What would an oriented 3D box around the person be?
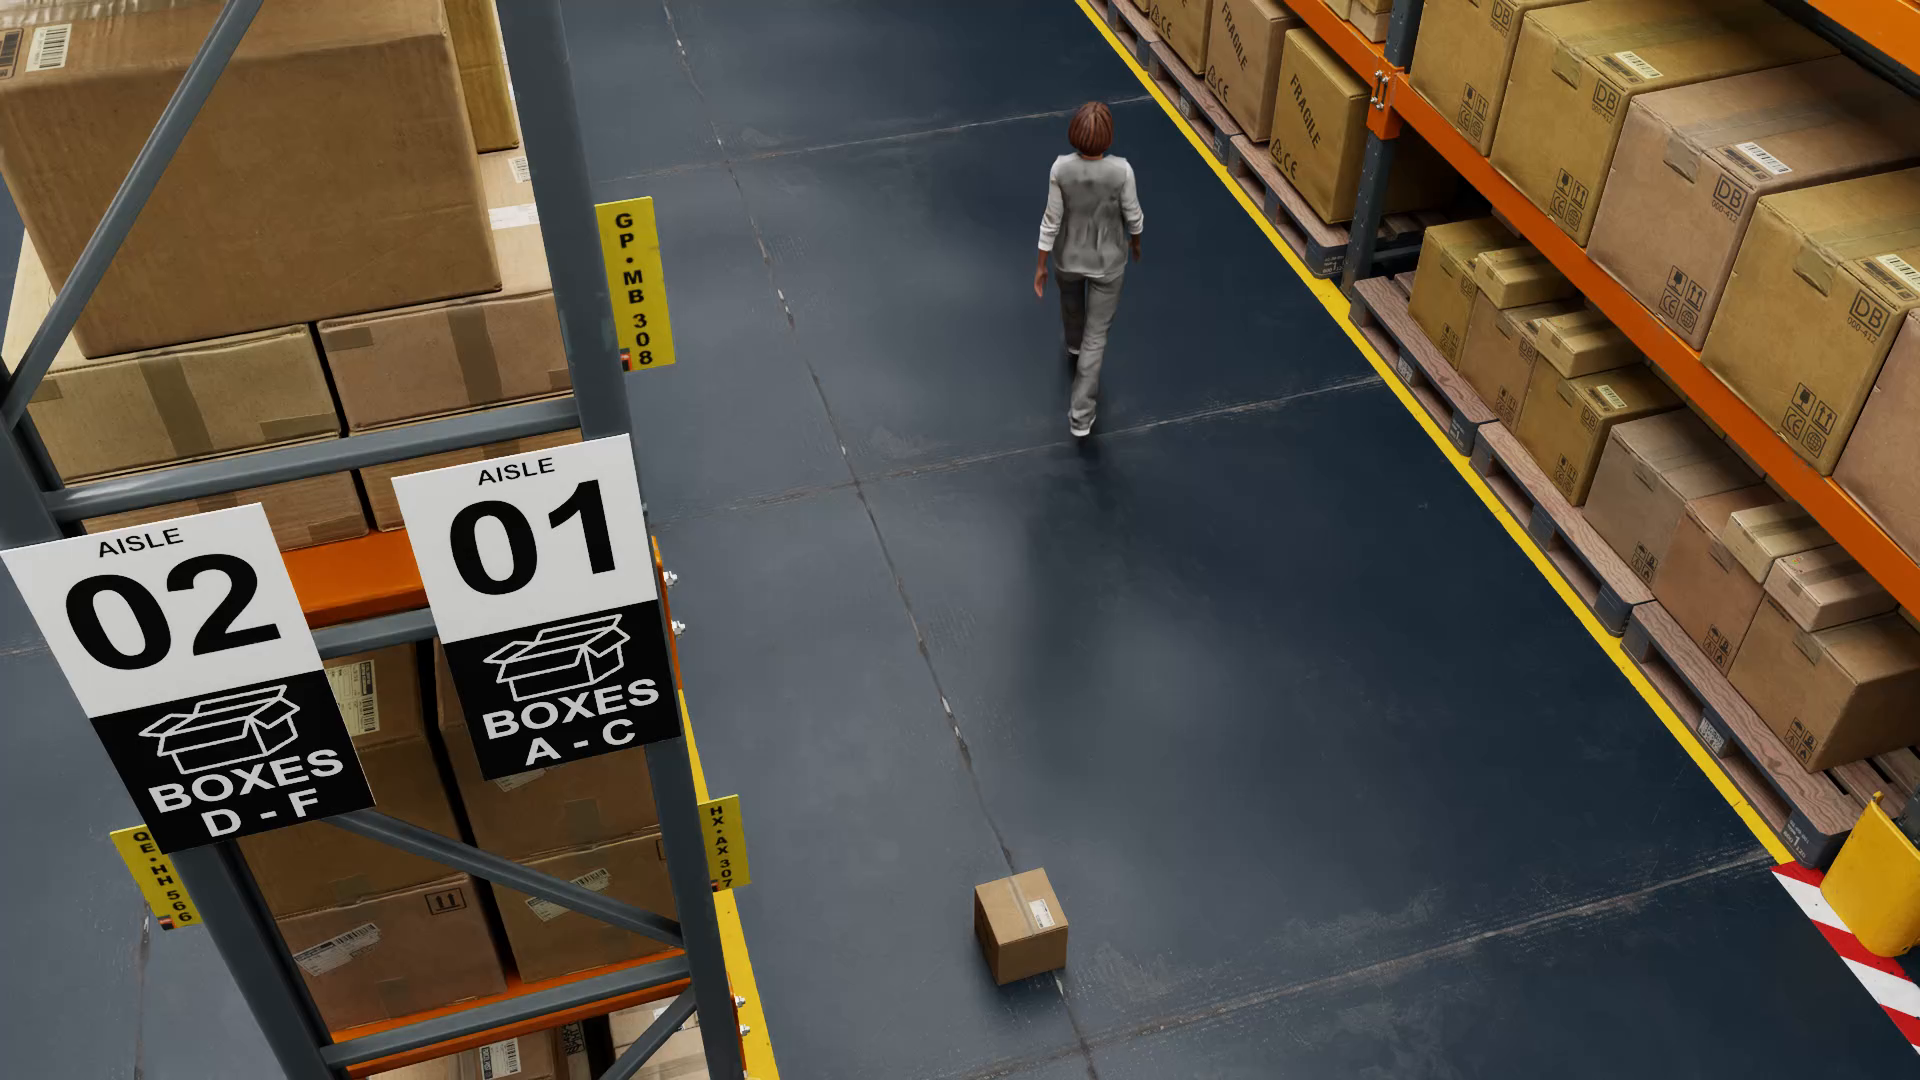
[{"bbox_3d":[0.604,-1.326,7.581,0.447,1.540,0.930,10,44,10],"label":"person"}]
